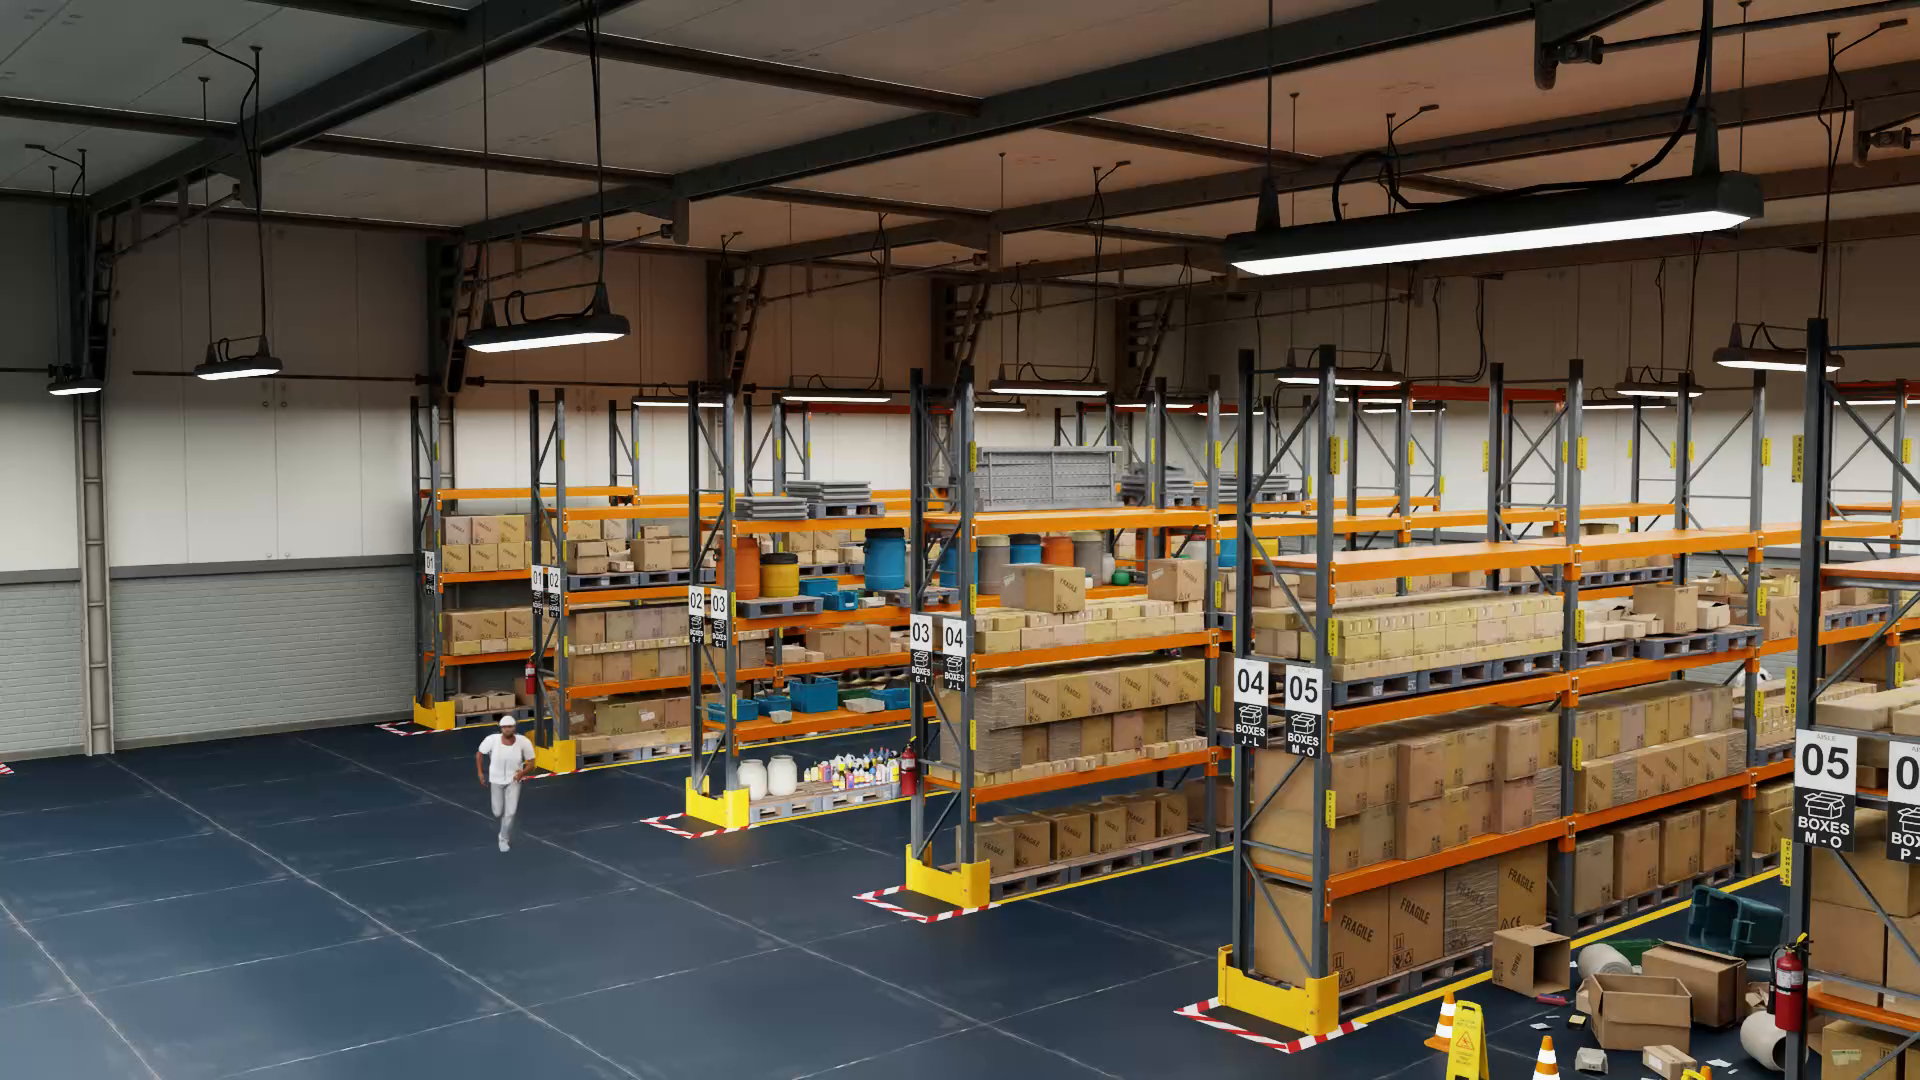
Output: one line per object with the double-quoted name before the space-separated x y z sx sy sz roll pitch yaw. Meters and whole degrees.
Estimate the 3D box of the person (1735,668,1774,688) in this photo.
"person" 13.472 2.733 27.977 0.803 1.576 0.609 1 3 11

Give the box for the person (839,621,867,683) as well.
"person" -2.161 2.072 32.842 0.713 1.900 0.631 -3 5 -43

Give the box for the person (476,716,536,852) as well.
"person" -5.786 3.076 21.206 0.741 1.717 0.698 -1 3 -10
